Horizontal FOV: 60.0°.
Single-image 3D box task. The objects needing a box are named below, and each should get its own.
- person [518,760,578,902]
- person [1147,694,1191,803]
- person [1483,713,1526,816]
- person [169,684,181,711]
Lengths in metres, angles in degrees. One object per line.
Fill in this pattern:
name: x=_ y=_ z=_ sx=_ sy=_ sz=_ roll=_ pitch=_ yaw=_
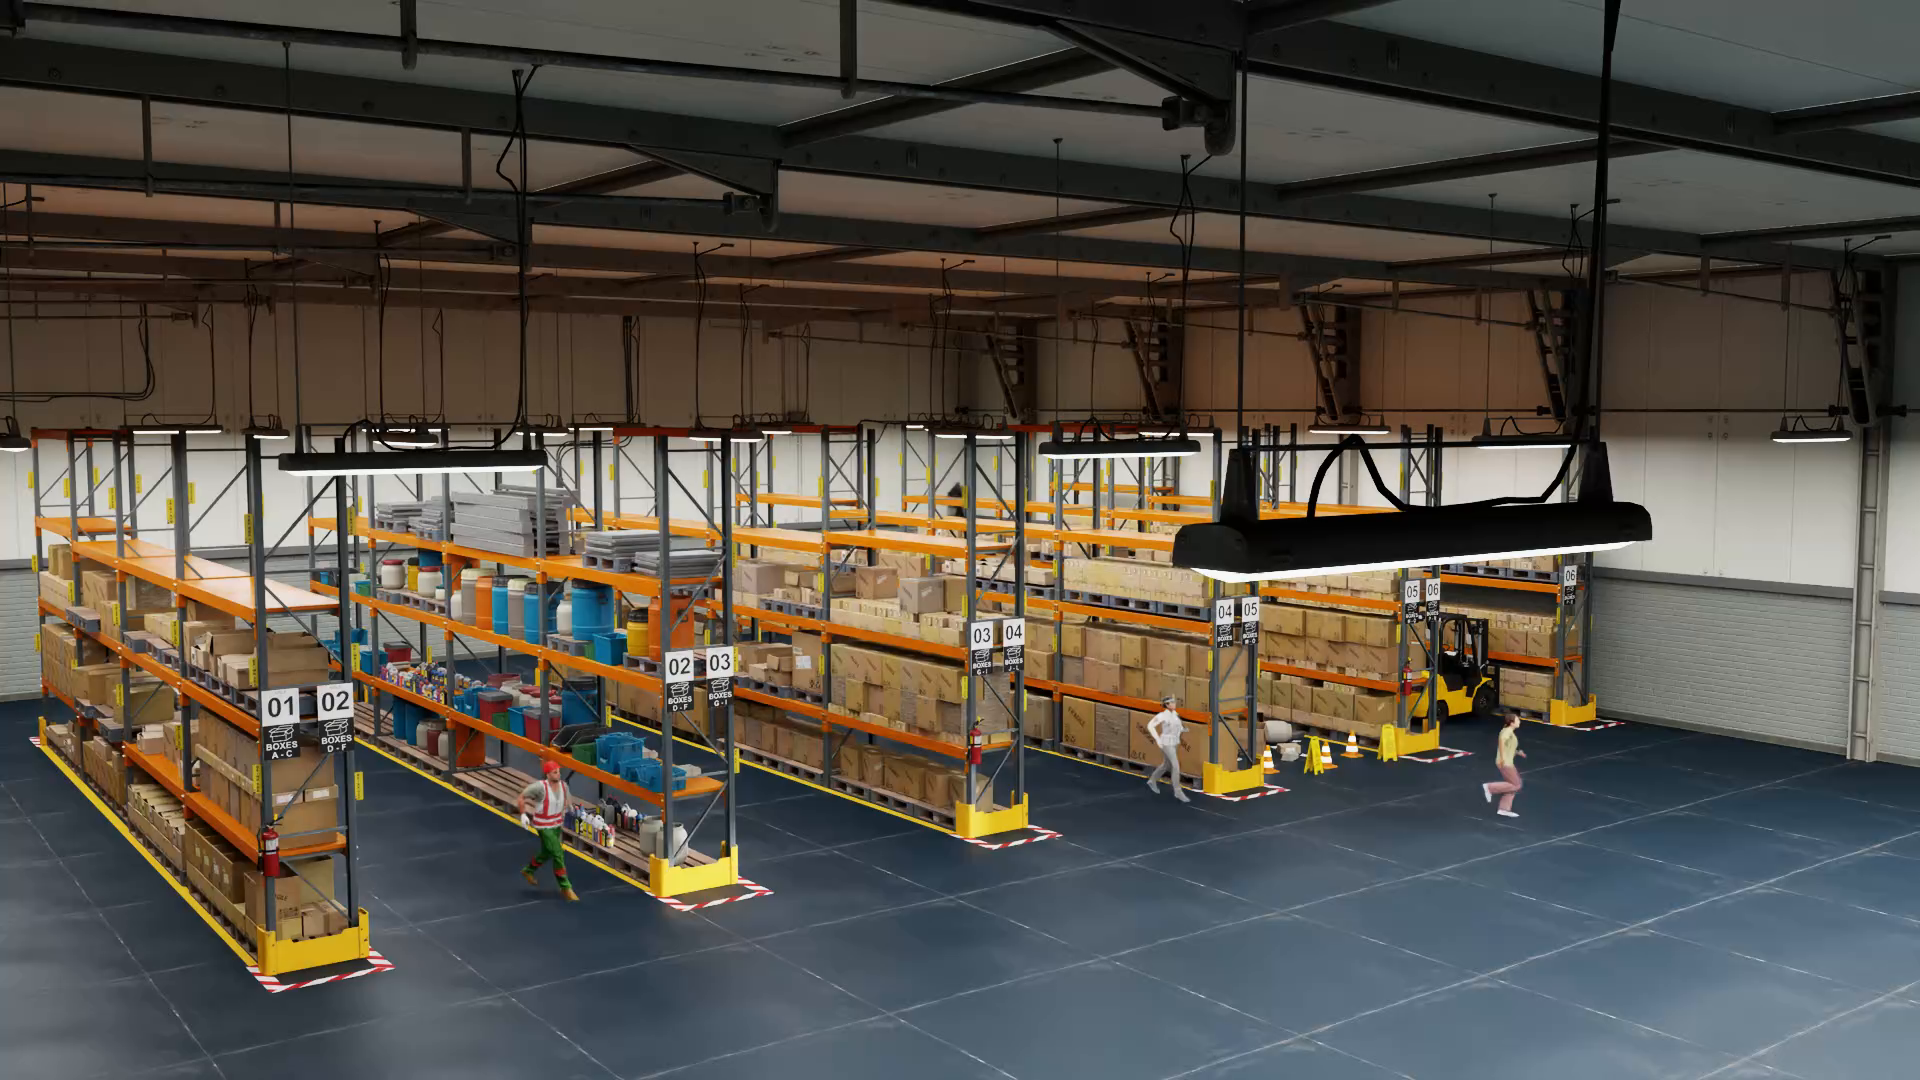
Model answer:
person: x=-5.353 y=3.743 z=21.596 sx=1.018 sy=1.807 sz=0.688 roll=3 pitch=5 yaw=34
person: x=3.398 y=3.345 z=26.984 sx=0.853 sy=1.712 sz=0.598 roll=3 pitch=6 yaw=36
person: x=8.504 y=3.506 z=25.942 sx=0.646 sy=1.620 sz=0.618 roll=1 pitch=5 yaw=11
person: x=-15.773 y=2.899 z=32.922 sx=0.843 sy=1.741 sz=0.720 roll=2 pitch=5 yaw=23
